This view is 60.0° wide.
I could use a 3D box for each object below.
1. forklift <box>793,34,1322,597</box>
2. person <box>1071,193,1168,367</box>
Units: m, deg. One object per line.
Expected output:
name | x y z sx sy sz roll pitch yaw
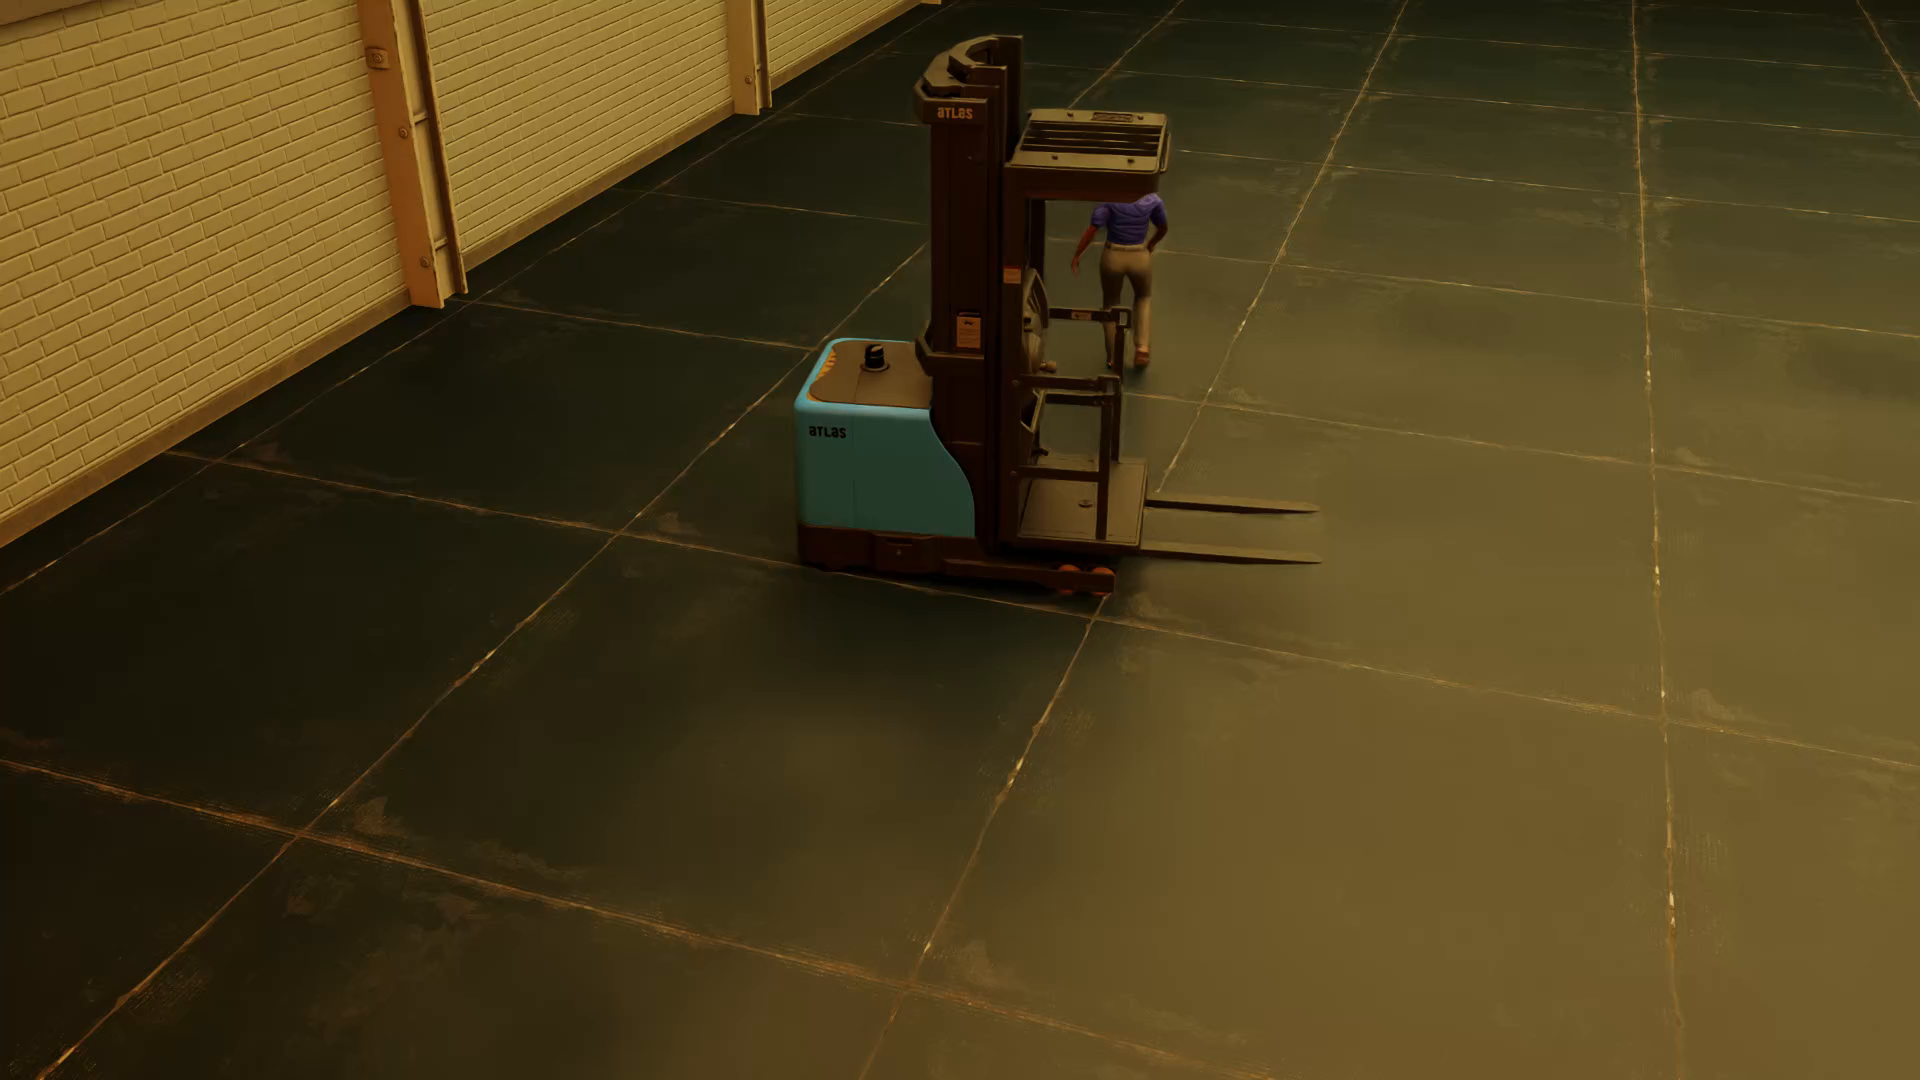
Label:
forklift | 0.608 -1.232 9.297 3.031 2.935 1.130 4 30 8
person | 1.145 -2.016 12.004 0.685 1.626 0.444 1 30 2
